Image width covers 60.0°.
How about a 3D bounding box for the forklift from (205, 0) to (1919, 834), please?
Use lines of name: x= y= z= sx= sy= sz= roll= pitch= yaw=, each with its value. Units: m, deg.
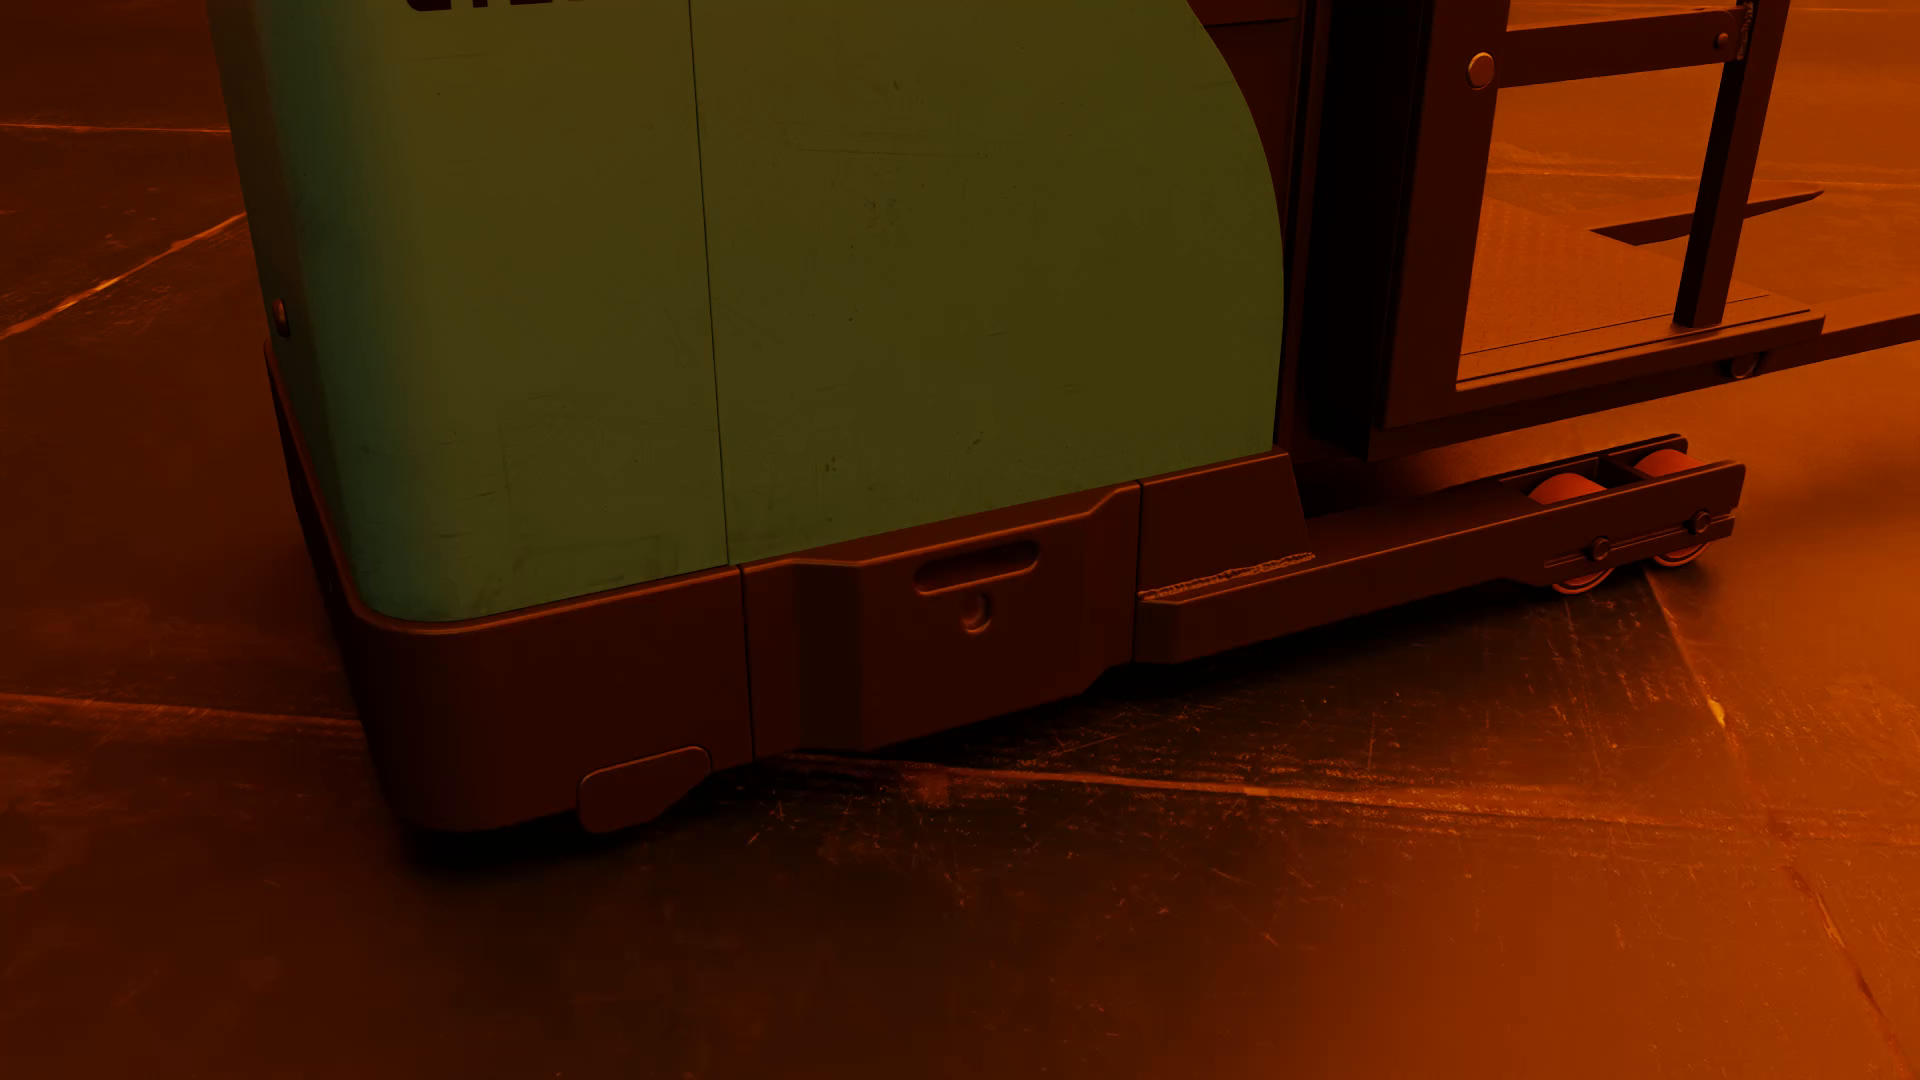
forklift: x=0.561 y=-1.434 z=2.091 sx=3.031 sy=2.935 sz=1.130 roll=-12 pitch=29 yaw=-23
